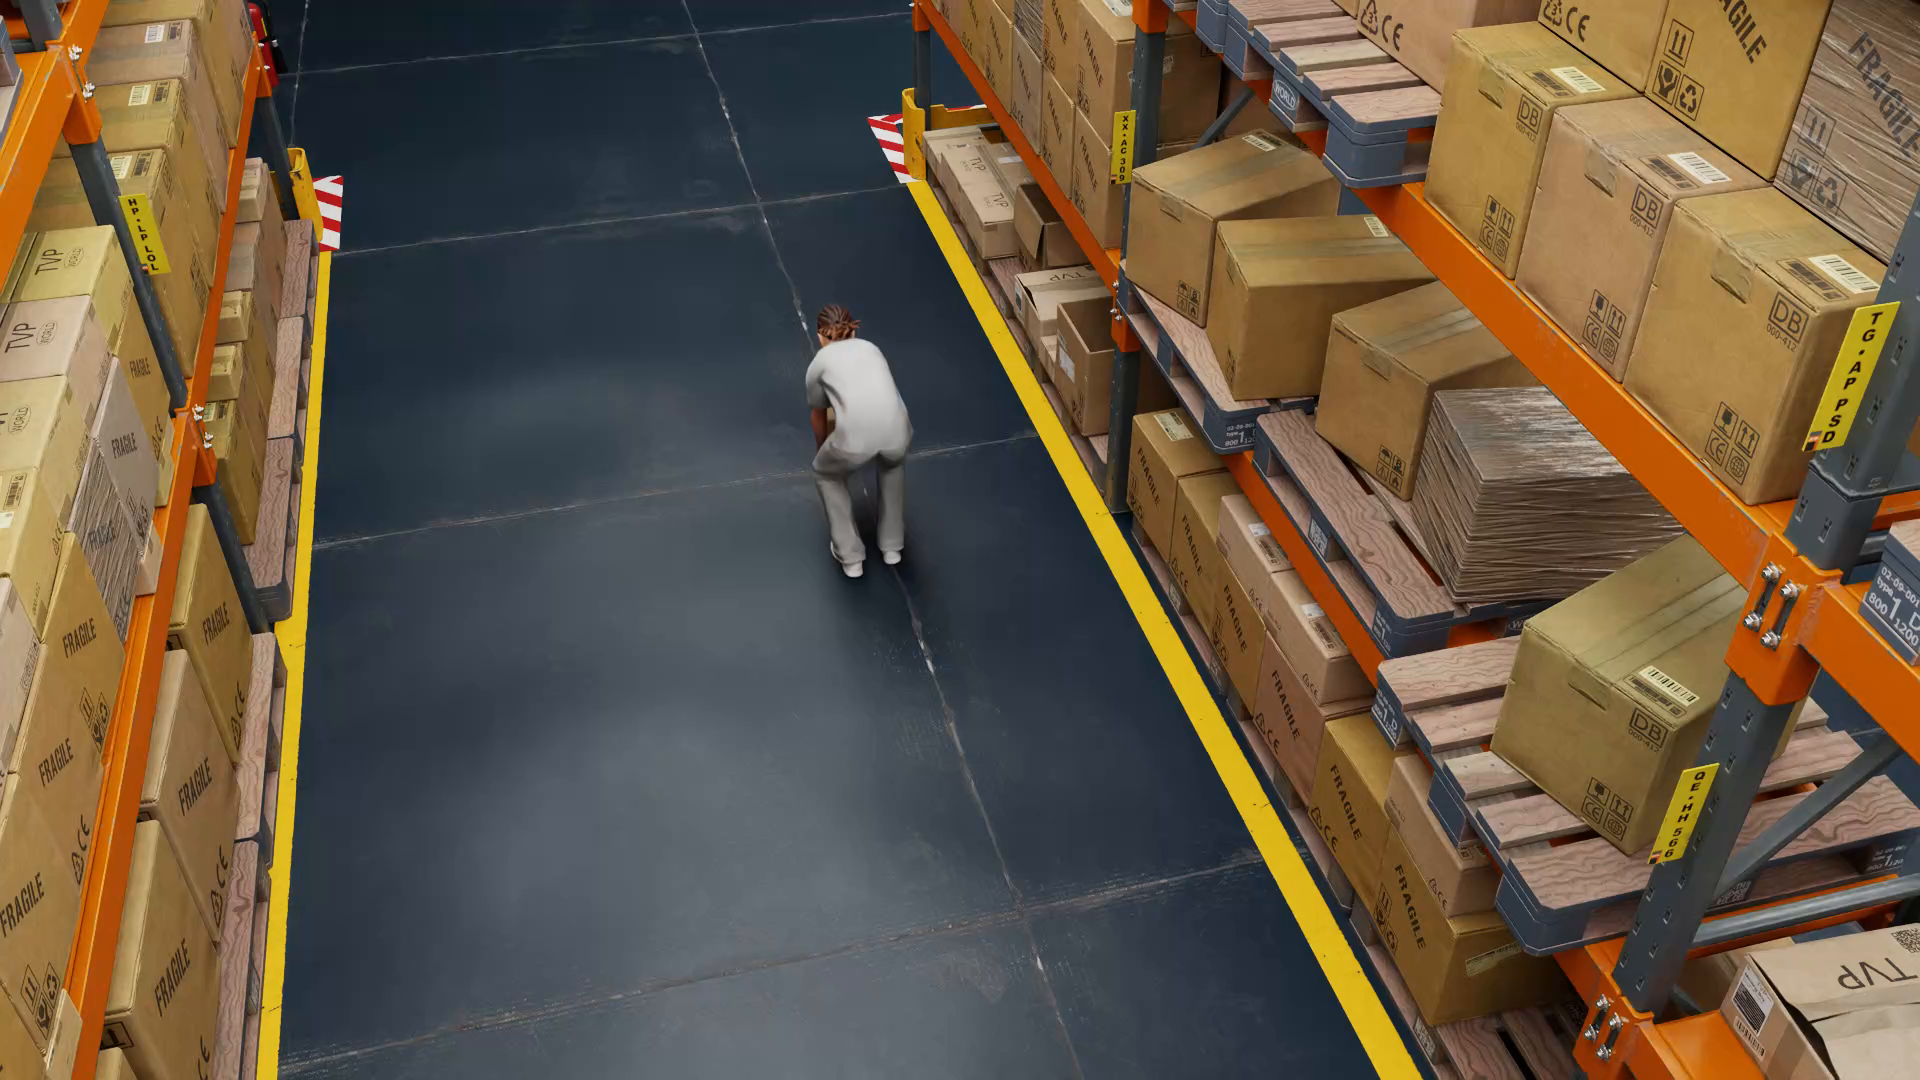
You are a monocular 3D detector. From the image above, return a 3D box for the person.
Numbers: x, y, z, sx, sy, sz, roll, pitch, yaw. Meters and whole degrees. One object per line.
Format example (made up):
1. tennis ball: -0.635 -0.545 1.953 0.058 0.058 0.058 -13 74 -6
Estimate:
1. person: -0.484 -0.460 7.753 0.448 1.110 0.858 -11 40 -14
